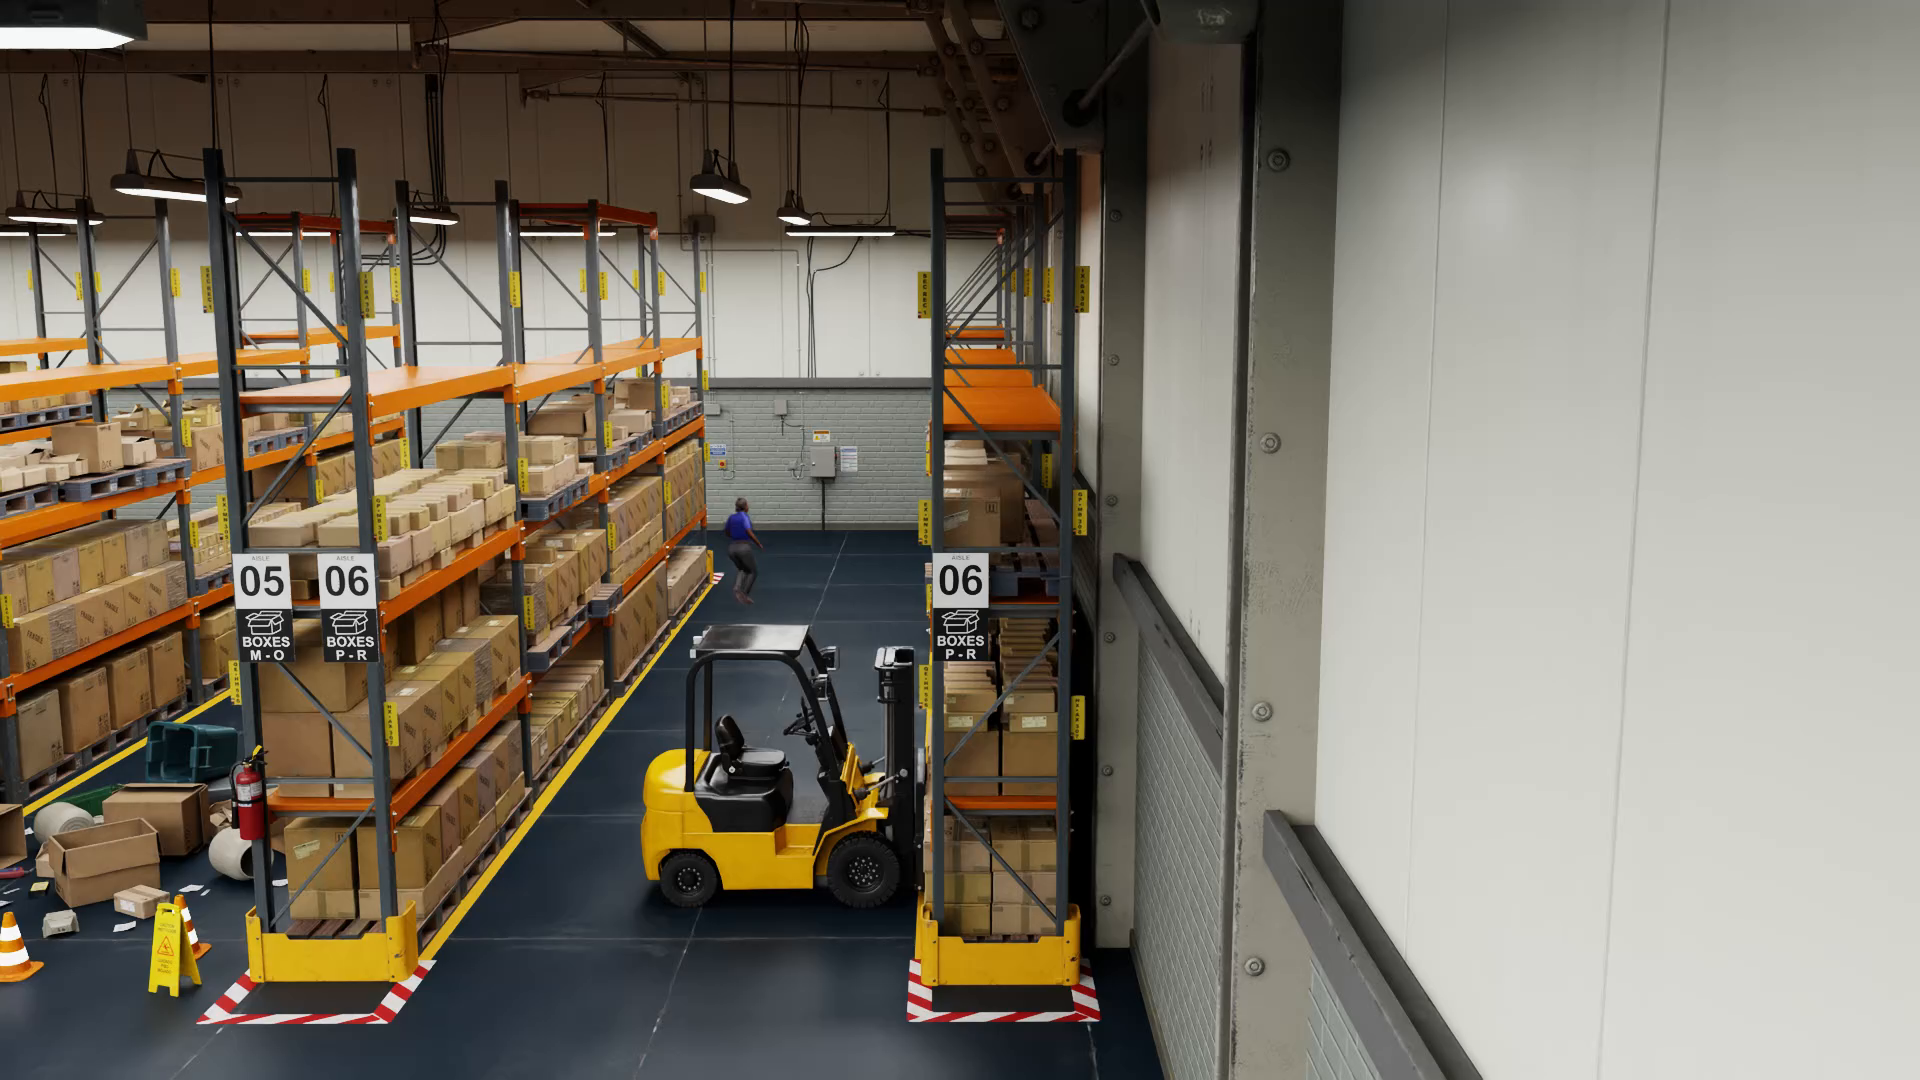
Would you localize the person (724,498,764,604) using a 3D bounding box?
[{"bbox_3d":[-3.259,0.170,24.822,0.669,1.584,0.468,5,10,29],"label":"person"}]
